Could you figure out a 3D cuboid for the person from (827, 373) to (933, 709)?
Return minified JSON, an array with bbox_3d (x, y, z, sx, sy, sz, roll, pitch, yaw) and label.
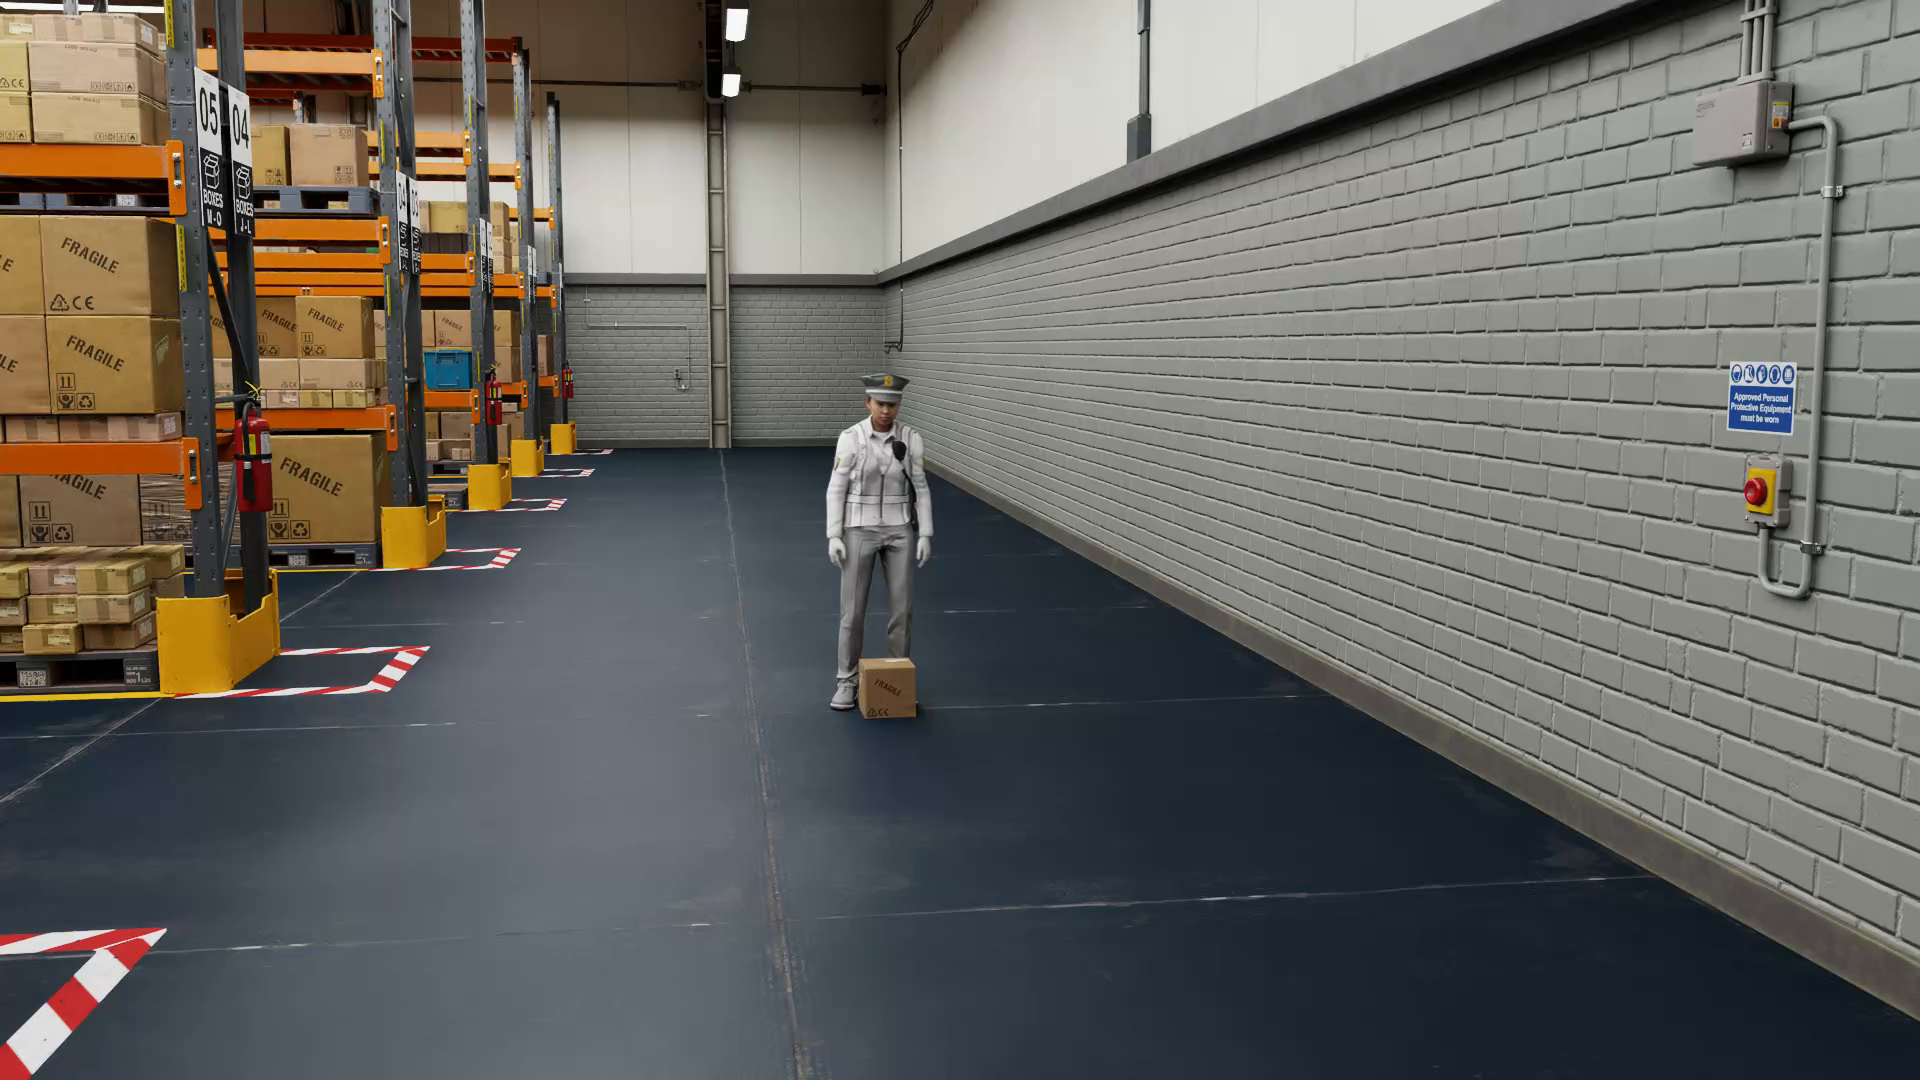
[{"bbox_3d":[-0.399,0.001,8.327,0.536,1.661,0.378,-1,7,-10],"label":"person"}]
